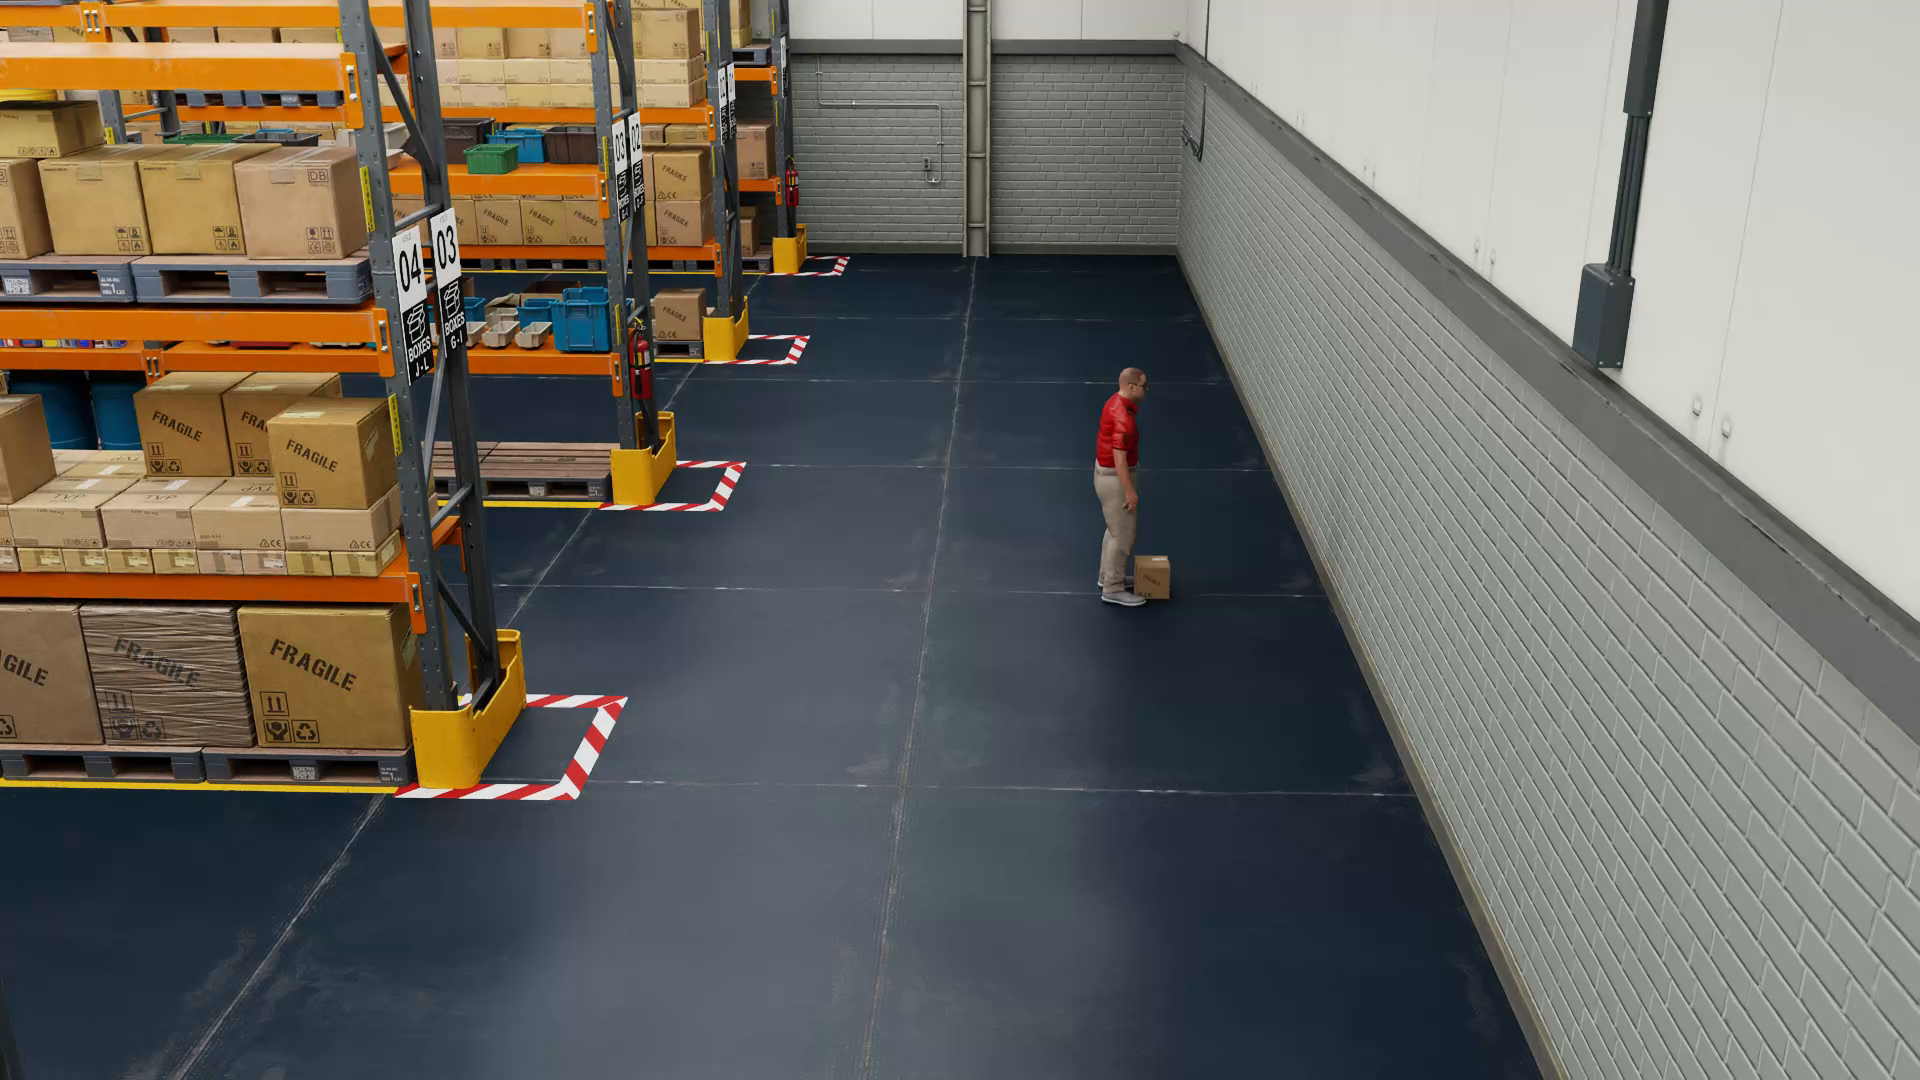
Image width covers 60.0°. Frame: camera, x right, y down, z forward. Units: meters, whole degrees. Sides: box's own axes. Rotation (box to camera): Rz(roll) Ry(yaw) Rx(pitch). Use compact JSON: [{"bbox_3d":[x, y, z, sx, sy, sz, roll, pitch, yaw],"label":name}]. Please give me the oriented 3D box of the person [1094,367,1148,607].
[{"bbox_3d":[1.182,-0.417,12.205,0.385,1.728,0.605,0,21,-1],"label":"person"}]
